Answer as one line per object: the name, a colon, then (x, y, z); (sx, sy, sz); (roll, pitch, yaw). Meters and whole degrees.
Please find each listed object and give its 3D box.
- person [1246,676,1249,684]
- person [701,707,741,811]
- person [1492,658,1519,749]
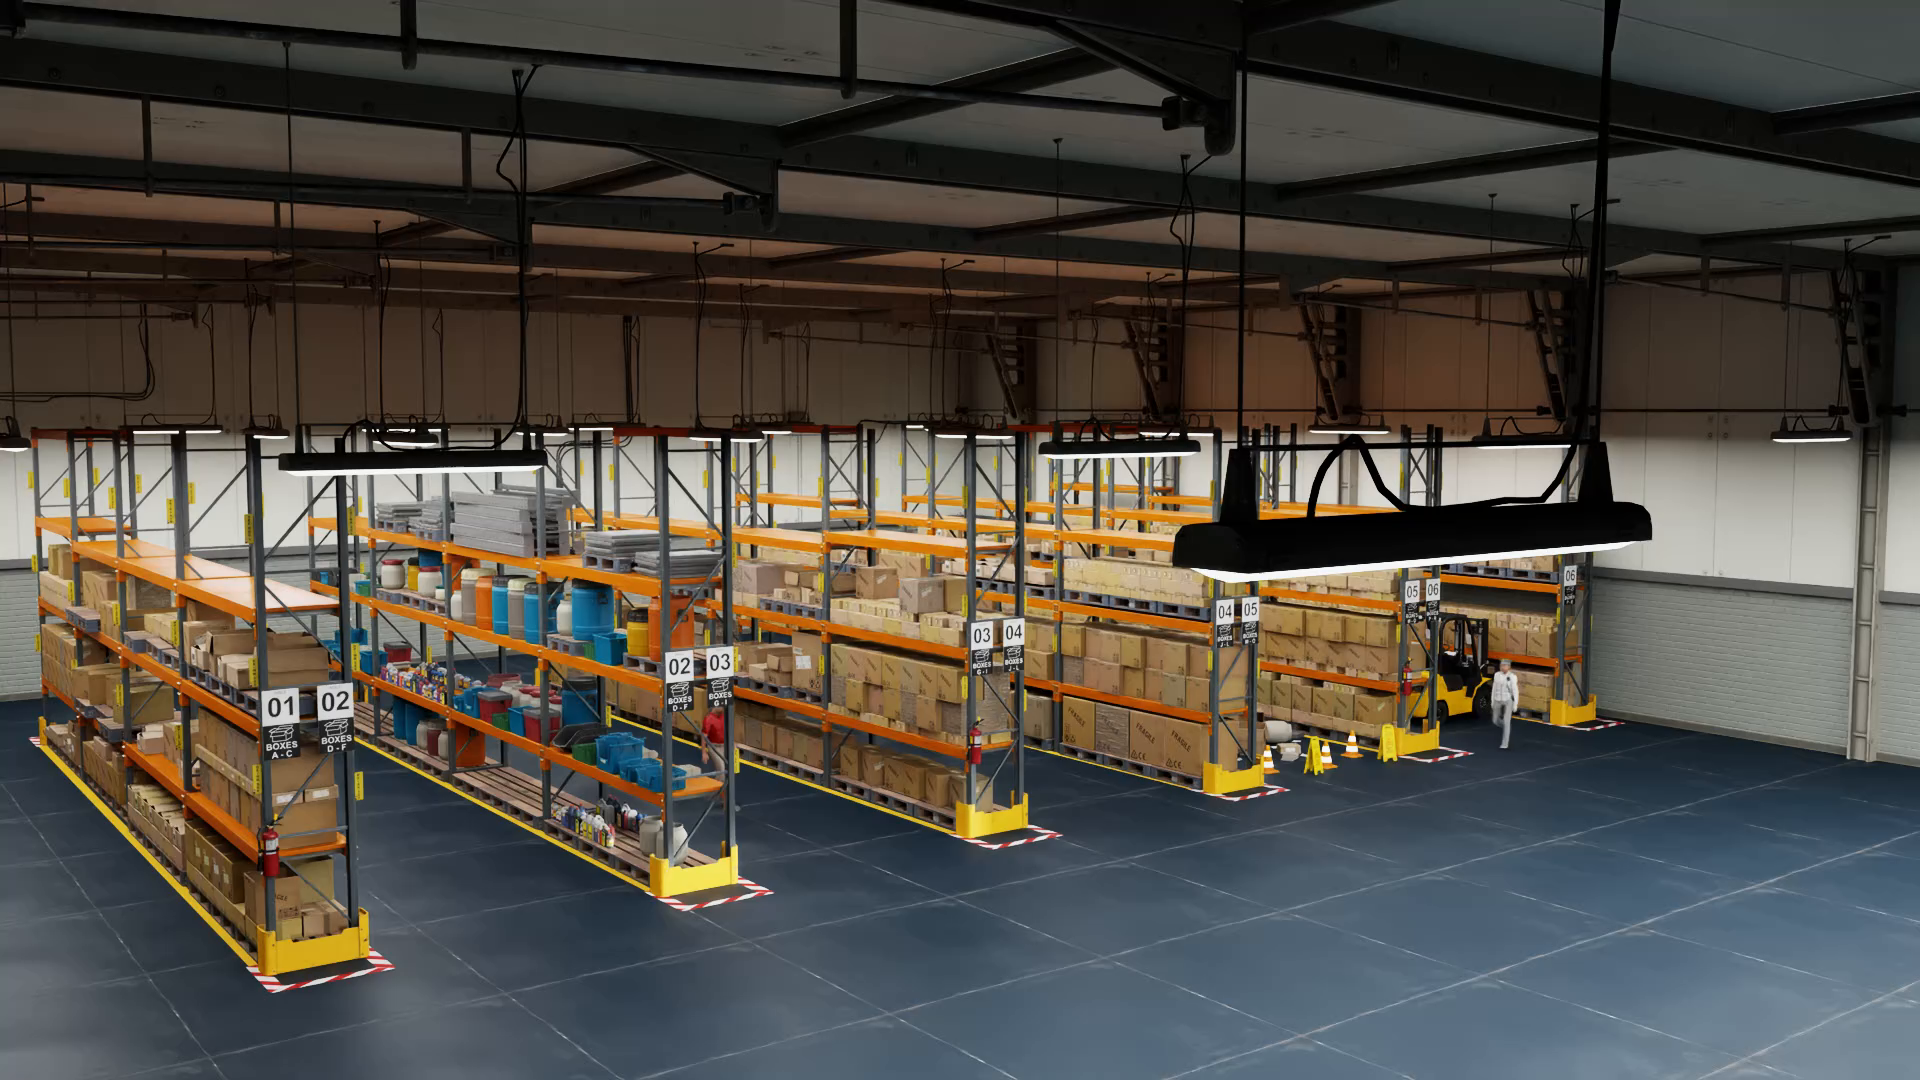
person: (6.333, 2.693, 36.928); (0.523, 1.498, 0.755); (-3, 5, -34)
person: (-3.780, 3.407, 26.580); (0.646, 1.732, 0.566); (2, 5, 28)
person: (10.246, 3.038, 31.258); (0.509, 1.663, 0.729); (4, 6, 41)
